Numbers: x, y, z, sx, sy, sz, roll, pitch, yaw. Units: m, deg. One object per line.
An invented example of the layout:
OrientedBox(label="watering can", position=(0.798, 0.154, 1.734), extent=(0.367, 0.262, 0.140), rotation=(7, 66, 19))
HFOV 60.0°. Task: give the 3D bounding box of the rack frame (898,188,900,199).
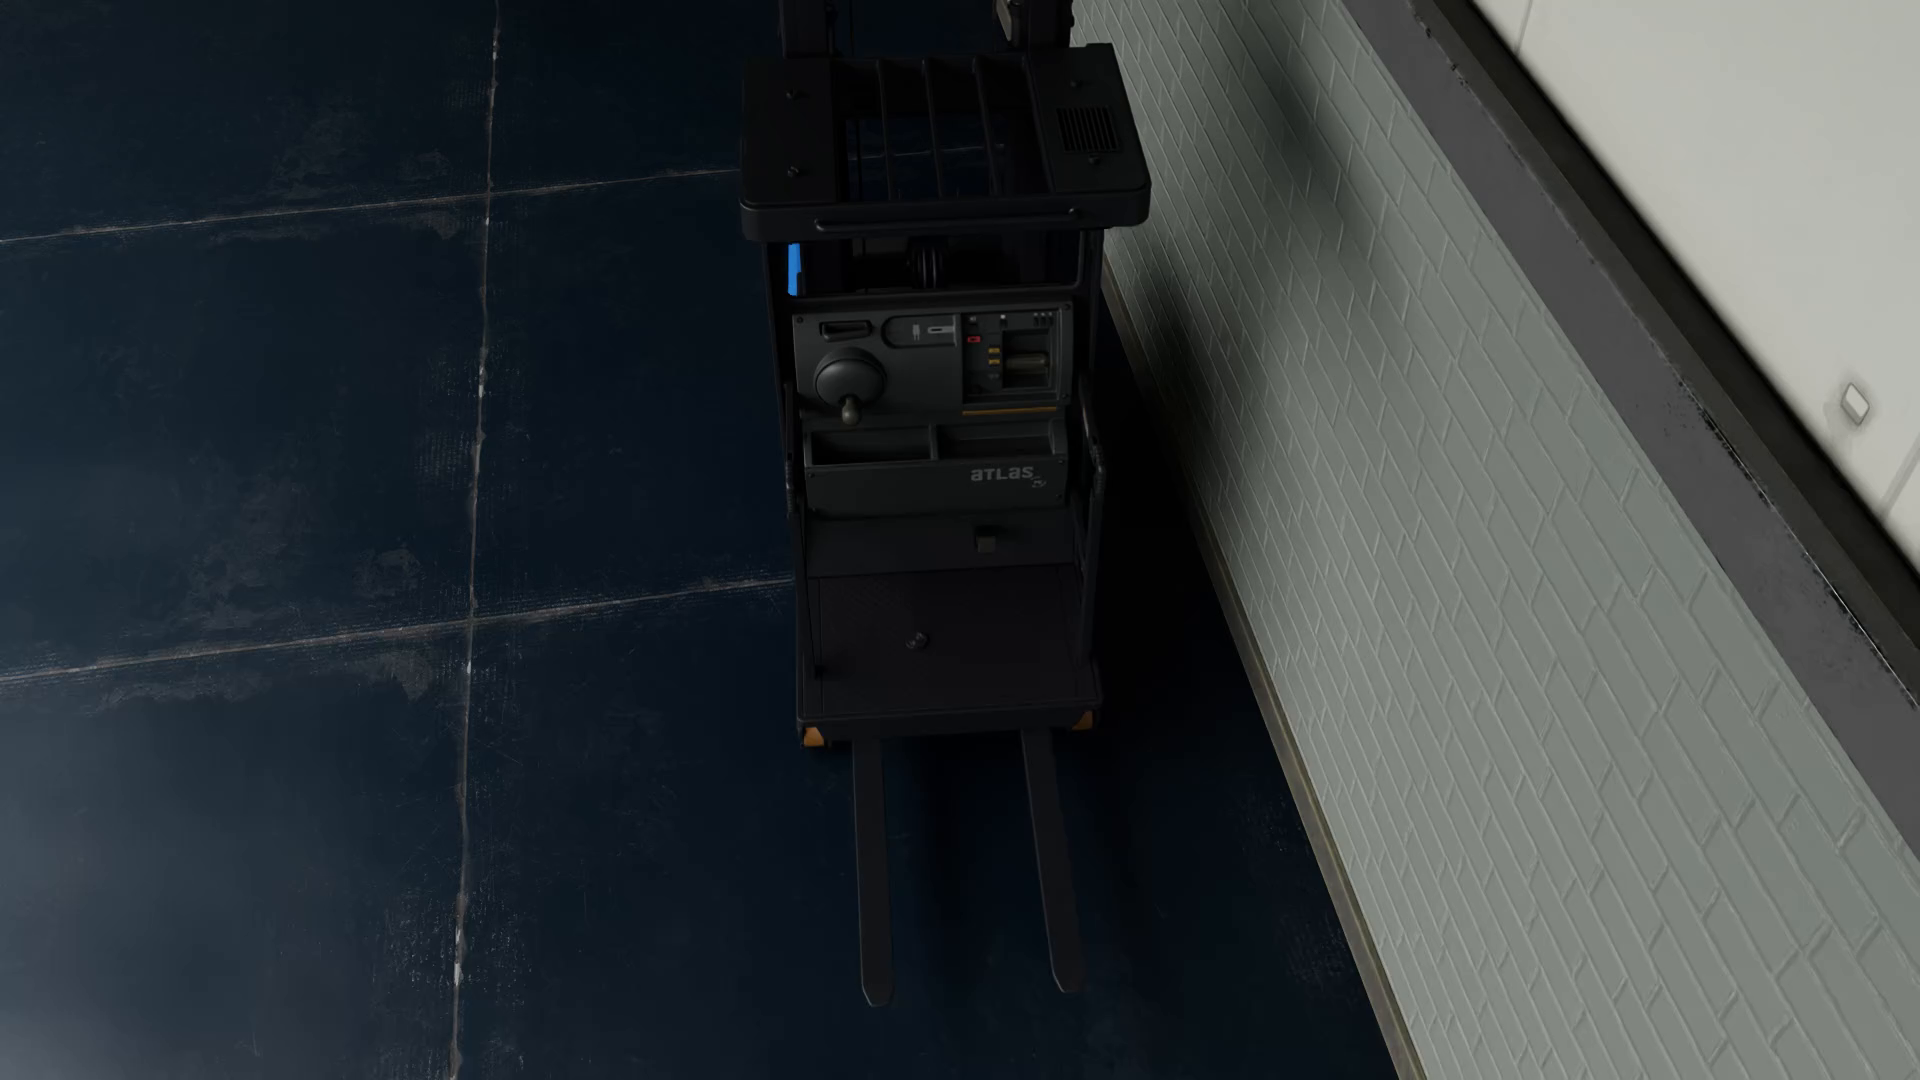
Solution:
OrientedBox(label="rack frame", position=(-0.244, -1.021, 7.198), extent=(0.008, 1.050, 0.200), rotation=(-4, 46, -4))

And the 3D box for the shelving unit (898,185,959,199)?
OrientedBox(label="shelving unit", position=(-0.122, -1.029, 7.206), extent=(0.252, 1.050, 0.215), rotation=(-4, 46, -4))

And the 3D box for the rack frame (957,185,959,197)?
OrientedBox(label="rack frame", position=(-0.001, -1.037, 7.213), extent=(0.008, 1.050, 0.200), rotation=(-4, 46, -4))

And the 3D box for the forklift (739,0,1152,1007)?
OrientedBox(label="forklift", position=(-0.067, -0.503, 5.393), extent=(1.130, 2.935, 3.031), rotation=(-3, 46, -3))
